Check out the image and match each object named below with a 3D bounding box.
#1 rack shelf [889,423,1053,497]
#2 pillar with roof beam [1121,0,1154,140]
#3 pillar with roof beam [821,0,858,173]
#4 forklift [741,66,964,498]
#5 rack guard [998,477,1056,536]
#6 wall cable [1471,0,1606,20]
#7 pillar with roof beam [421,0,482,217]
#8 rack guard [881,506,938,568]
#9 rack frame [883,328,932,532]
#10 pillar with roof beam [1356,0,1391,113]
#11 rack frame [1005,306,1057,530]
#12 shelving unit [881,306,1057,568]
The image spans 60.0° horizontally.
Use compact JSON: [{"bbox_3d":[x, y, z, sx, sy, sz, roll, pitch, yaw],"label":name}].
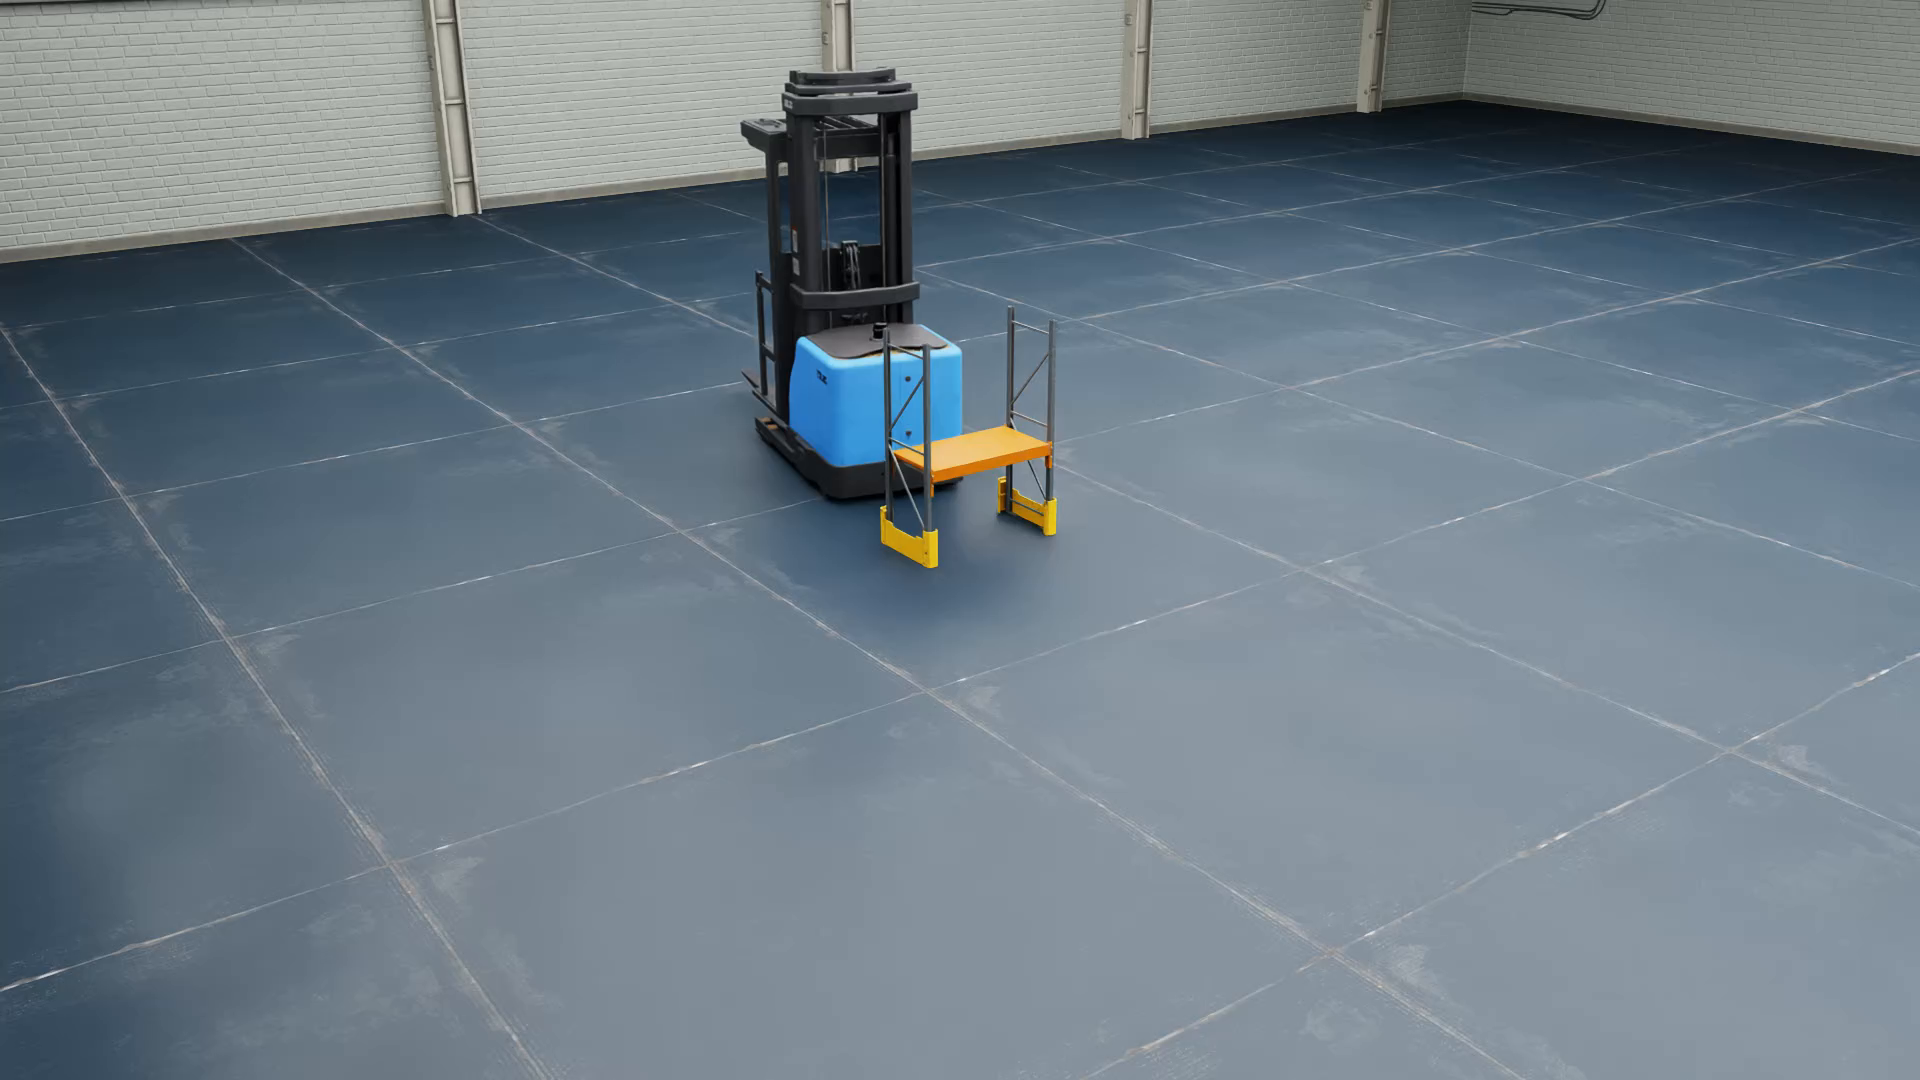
[{"bbox_3d":[0.069,-0.548,11.231,1.000,0.185,0.538,-15,26,-33],"label":"rack shelf"},{"bbox_3d":[5.555,-9.893,24.048,0.400,9.000,9.100,-15,26,-33],"label":"pillar with roof beam"},{"bbox_3d":[0.685,-8.595,20.793,0.400,9.000,9.100,-15,26,-33],"label":"pillar with roof beam"},{"bbox_3d":[-1.009,-2.174,12.890,1.130,2.935,3.031,-9,23,-21],"label":"forklift"},{"bbox_3d":[0.466,-0.240,11.662,0.087,0.250,0.587,-15,26,-33],"label":"rack guard"},{"bbox_3d":[11.075,-11.285,31.724,0.112,2.526,3.097,-15,26,-33],"label":"wall cable"},{"bbox_3d":[-4.186,-7.296,17.539,0.400,9.000,9.100,-15,26,-33],"label":"pillar with roof beam"},{"bbox_3d":[-0.342,-0.025,11.121,0.087,0.250,0.587,-15,26,-33],"label":"rack guard"},{"bbox_3d":[-0.343,-0.605,10.889,0.032,1.500,0.500,-15,26,-33],"label":"rack frame"},{"bbox_3d":[10.426,-11.192,27.302,0.400,9.000,9.100,-15,26,-33],"label":"pillar with roof beam"},{"bbox_3d":[0.482,-0.825,11.440,0.032,1.500,0.500,-15,26,-33],"label":"rack frame"},{"bbox_3d":[0.062,-0.713,11.160,1.083,1.500,0.587,-15,26,-33],"label":"shelving unit"}]
